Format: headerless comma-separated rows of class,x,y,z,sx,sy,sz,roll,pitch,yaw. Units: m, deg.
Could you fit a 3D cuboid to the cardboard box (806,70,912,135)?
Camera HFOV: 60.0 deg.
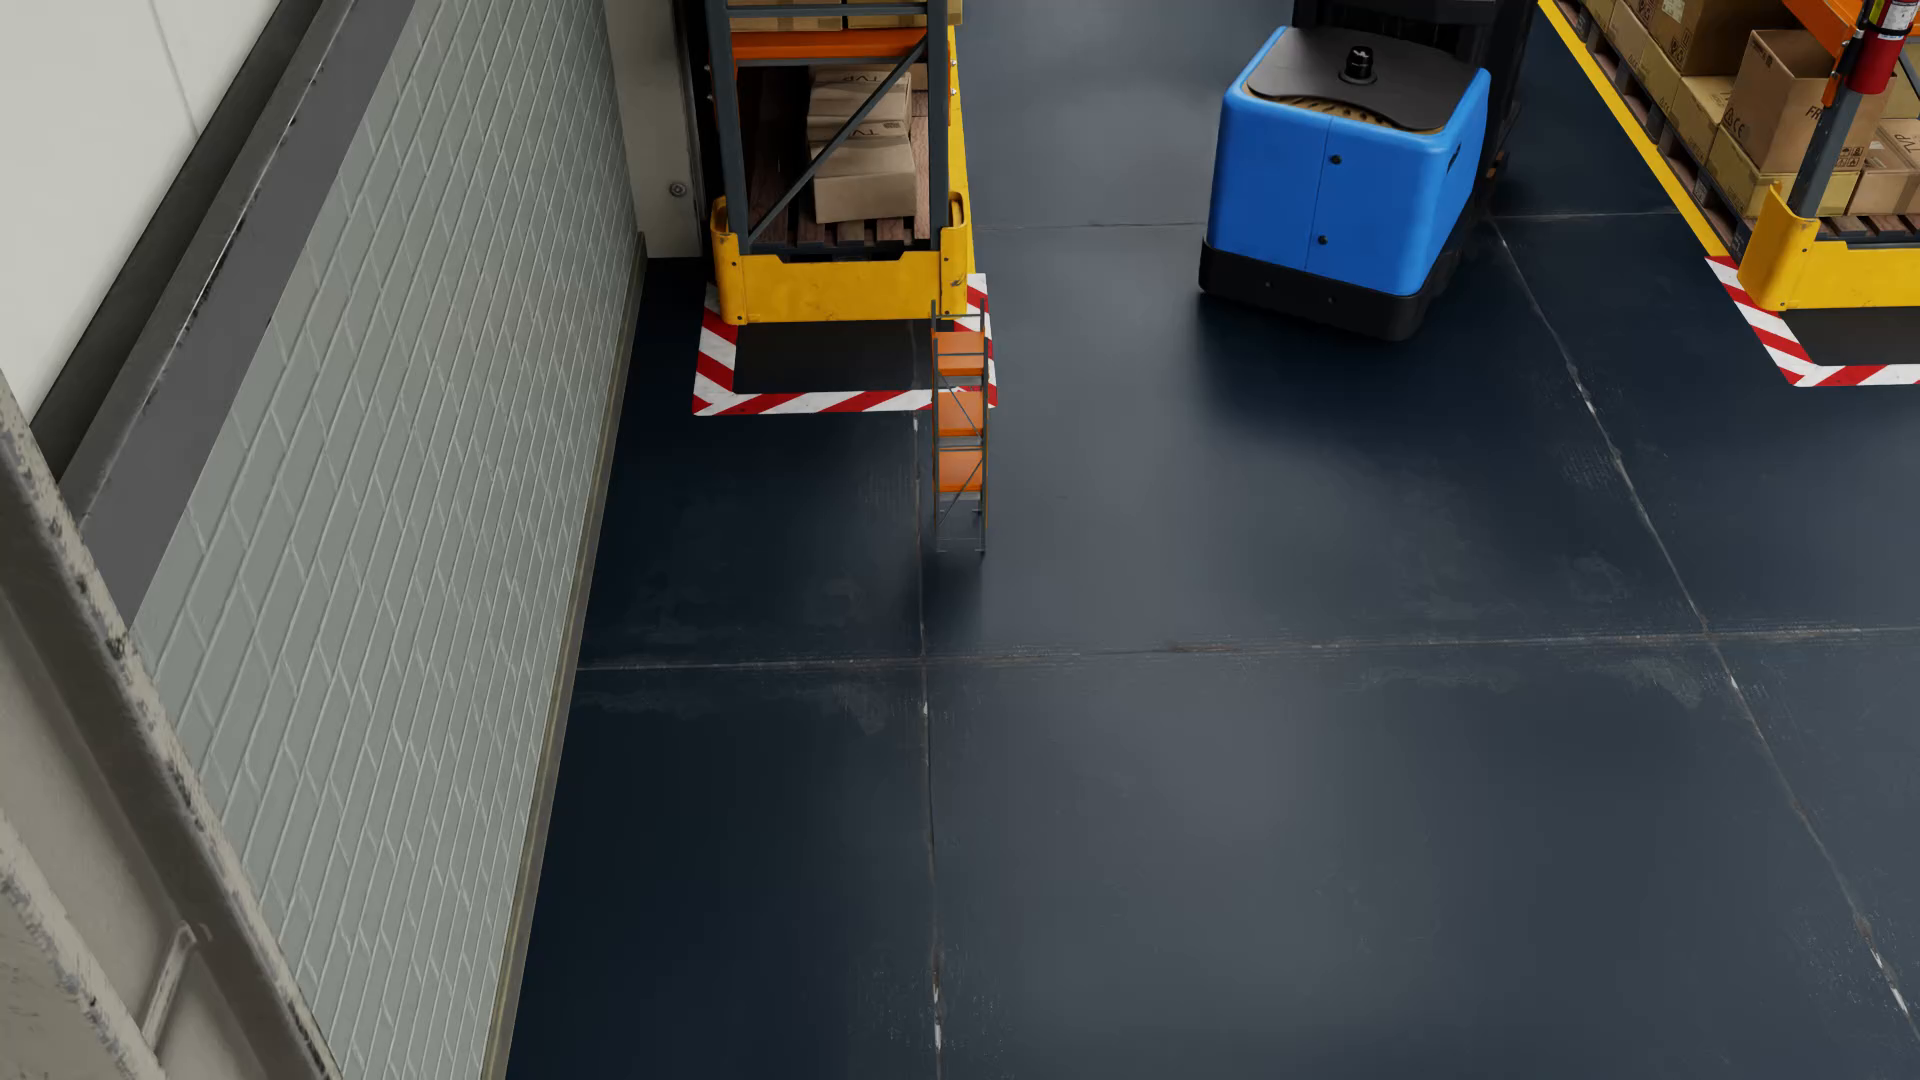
cardboard box,-0.517,-2.228,8.625,0.500,0.311,0.500,2,43,2

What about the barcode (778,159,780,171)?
barcode,-0.893,-1.847,8.203,0.001,0.075,0.075,-2,43,-2

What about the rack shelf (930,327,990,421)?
rack shelf,-0.002,-0.625,6.250,0.215,0.259,0.240,-2,43,-2

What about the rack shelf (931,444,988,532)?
rack shelf,-0.002,-0.210,6.630,0.215,0.259,0.240,-2,43,-2

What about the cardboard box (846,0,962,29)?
cardboard box,-0.257,-2.493,7.346,0.500,0.250,0.500,-3,43,-3

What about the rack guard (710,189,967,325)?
rack guard,-0.557,-1.332,7.833,1.175,0.500,0.348,-2,43,-2

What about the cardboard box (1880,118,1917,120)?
cardboard box,4.570,-2.194,8.648,0.500,0.250,0.500,-2,43,-2

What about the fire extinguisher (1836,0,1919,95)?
fire extinguisher,3.937,-2.225,7.015,0.296,0.674,0.183,-2,43,-2

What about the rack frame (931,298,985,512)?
rack frame,-0.007,-0.506,6.525,0.200,1.050,0.008,-2,43,-2

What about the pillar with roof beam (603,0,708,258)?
pillar with roof beam,2.854,-4.985,5.529,9.100,9.000,0.400,-2,43,-2

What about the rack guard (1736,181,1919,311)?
rack guard,4.397,-1.409,7.917,1.175,0.500,0.348,-2,43,-2

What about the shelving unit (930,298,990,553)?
shelving unit,-0.002,-0.423,6.435,0.215,1.050,0.252,-2,43,-2

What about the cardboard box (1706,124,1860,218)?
cardboard box,4.078,-1.842,8.263,0.500,0.250,0.500,-2,43,-2

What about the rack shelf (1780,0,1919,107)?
rack shelf,4.311,-3.432,8.806,1.077,0.370,4.000,-2,43,-2

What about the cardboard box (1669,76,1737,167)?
cardboard box,4.045,-2.179,8.631,0.500,0.250,0.500,-2,43,-2

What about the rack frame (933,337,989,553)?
rack frame,0.003,-0.341,6.345,0.200,1.050,0.008,-2,43,-2

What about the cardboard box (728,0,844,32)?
cardboard box,-0.767,-2.464,7.315,0.500,0.250,0.500,-1,43,-1

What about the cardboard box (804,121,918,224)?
cardboard box,-0.493,-1.843,8.205,0.500,0.311,0.500,-6,43,-7

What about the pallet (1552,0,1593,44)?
pallet,4.218,-3.481,10.392,1.003,0.211,1.213,-2,43,-2

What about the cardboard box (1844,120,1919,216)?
cardboard box,4.595,-1.856,8.279,0.500,0.250,0.500,-2,43,-2

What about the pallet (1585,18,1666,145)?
pallet,4.273,-2.656,9.491,1.003,0.211,1.213,-2,43,-2

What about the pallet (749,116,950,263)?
pallet,-0.556,-1.775,8.530,1.003,0.211,1.213,-2,43,-2

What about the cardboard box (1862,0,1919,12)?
cardboard box,4.389,-2.699,7.401,0.700,0.500,0.500,-2,43,-2

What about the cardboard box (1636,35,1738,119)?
cardboard box,4.022,-2.516,8.999,0.500,0.250,0.500,-2,43,-2

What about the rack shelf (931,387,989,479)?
rack shelf,-0.002,-0.415,6.442,0.215,0.259,0.240,-2,43,-2

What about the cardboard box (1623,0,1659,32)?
cardboard box,3.999,-3.130,9.114,0.500,0.500,0.500,-2,43,-2

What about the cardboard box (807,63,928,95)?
cardboard box,-0.498,-2.794,9.103,0.700,0.500,0.500,-4,43,-4

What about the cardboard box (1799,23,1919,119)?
cardboard box,4.572,-2.470,8.394,0.500,0.500,0.500,-2,43,-2

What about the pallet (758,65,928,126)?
pallet,-0.605,-2.597,9.427,1.003,0.211,1.213,-2,43,-2

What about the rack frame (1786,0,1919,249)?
rack frame,4.396,-2.347,7.090,1.000,3.000,0.127,-2,43,-2

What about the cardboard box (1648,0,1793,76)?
cardboard box,4.019,-2.793,8.746,0.500,0.500,0.500,-2,43,-2

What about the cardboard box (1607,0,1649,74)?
cardboard box,4.002,-2.854,9.368,0.500,0.250,0.500,-2,43,-2

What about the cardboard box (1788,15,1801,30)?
cardboard box,4.538,-2.807,8.762,0.500,0.500,0.500,-2,43,-2

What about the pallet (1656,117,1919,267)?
pallet,4.321,-1.834,8.594,1.003,0.211,1.213,-2,43,-2

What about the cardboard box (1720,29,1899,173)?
cardboard box,4.076,-2.118,8.010,0.500,0.500,0.500,-2,43,-2

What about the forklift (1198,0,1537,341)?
forklift,2.256,-2.988,7.841,1.130,2.935,3.031,19,46,19

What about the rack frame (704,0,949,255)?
rack frame,-0.553,-2.202,6.933,1.000,3.000,0.127,-2,43,-2

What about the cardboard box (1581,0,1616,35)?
cardboard box,3.975,-3.191,9.736,0.500,0.250,0.500,-2,43,-2

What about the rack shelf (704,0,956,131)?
rack shelf,-0.638,-3.287,8.649,1.077,0.370,4.000,-2,43,-2
